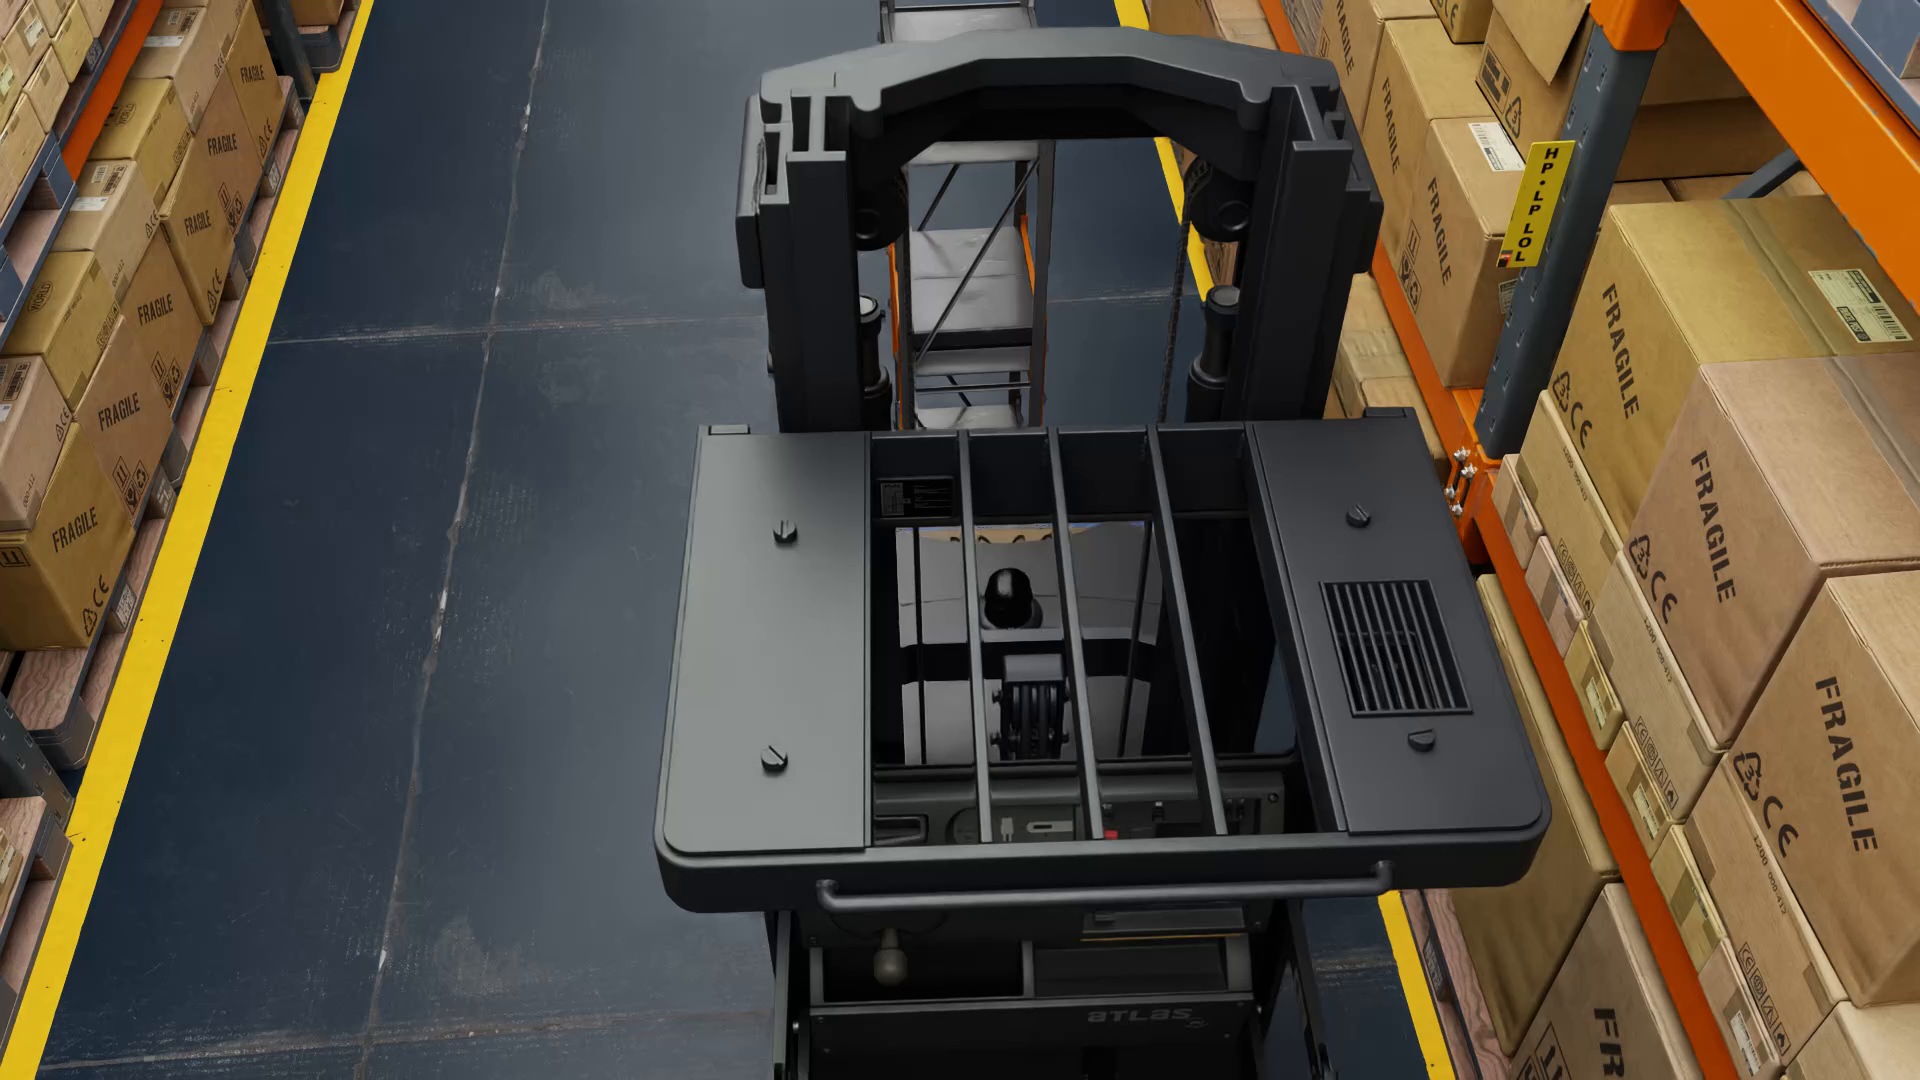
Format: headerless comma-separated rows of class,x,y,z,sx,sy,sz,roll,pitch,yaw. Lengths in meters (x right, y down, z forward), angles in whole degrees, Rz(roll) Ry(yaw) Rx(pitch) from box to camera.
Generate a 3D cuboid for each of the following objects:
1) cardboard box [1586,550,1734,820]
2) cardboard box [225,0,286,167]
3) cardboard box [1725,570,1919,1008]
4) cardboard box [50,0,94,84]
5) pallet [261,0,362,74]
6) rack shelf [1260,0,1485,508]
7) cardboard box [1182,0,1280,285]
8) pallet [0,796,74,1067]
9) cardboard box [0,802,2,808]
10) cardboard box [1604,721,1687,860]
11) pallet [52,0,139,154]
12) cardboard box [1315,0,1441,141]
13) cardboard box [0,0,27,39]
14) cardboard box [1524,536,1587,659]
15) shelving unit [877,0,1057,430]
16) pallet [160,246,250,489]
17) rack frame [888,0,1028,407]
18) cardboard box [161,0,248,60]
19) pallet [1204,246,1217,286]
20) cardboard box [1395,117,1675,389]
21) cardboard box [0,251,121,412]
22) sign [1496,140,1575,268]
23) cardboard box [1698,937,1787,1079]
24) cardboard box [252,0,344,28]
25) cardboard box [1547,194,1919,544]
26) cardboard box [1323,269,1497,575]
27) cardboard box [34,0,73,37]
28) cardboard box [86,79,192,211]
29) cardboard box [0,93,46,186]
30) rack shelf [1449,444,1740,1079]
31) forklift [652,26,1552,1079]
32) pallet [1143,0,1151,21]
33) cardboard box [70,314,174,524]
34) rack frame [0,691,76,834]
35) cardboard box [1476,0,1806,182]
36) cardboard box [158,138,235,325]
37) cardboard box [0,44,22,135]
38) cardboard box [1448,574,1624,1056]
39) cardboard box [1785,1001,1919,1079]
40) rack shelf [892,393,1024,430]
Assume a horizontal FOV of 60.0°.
cardboard box,1.613,0.267,3.329,0.500,0.250,0.500,-4,47,-3
cardboard box,-3.172,-1.888,6.905,0.500,0.500,0.500,-4,47,-3
cardboard box,1.665,0.388,2.698,0.500,0.500,0.500,-5,47,-5
cardboard box,-2.842,-1.485,4.974,0.380,0.149,0.250,-4,47,-4
pallet,-3.479,-2.680,8.143,1.003,0.211,1.213,-3,47,-3
rack shelf,1.631,-1.598,5.693,1.077,0.370,4.000,-3,47,-3
cardboard box,1.567,-1.560,6.336,1.225,0.875,0.875,-3,47,-3
pallet,-3.062,1.273,4.399,1.003,0.211,1.213,-3,47,-3
cardboard box,-2.810,0.772,4.422,0.380,0.149,0.250,-3,47,-2
cardboard box,1.560,0.493,3.390,0.380,0.149,0.250,-5,47,-4
pallet,-3.281,-1.568,5.301,1.003,0.211,1.213,-3,47,-3
cardboard box,1.402,-1.490,5.027,0.500,0.500,0.500,-4,47,-4
cardboard box,-2.816,-1.498,4.577,0.380,0.149,0.250,-4,47,-4
cardboard box,1.513,0.113,3.750,0.380,0.149,0.250,-5,47,-5
shelving unit,0.014,-0.602,4.874,0.431,2.100,0.503,-3,47,-3
pallet,-3.325,-0.659,6.229,1.003,0.211,1.213,-3,47,-3
rack frame,-0.007,-0.779,5.041,0.400,2.100,0.015,-3,47,-3
cardboard box,-3.169,-2.128,6.615,0.500,0.250,0.500,-4,47,-4
pallet,1.553,-0.878,6.436,1.003,0.211,1.213,-3,47,-3
cardboard box,1.487,-0.754,4.329,0.500,0.500,0.500,-3,47,-3
cardboard box,-2.999,-0.648,5.214,0.500,0.250,0.500,-2,47,-2
sign,1.258,-0.729,3.632,0.100,0.325,0.005,-3,47,-3
cardboard box,1.600,0.860,3.042,0.380,0.149,0.250,-3,47,-3
cardboard box,-3.449,-2.881,7.672,1.050,0.750,0.750,-4,47,-4
cardboard box,1.583,-0.345,3.392,0.500,0.500,0.500,-3,47,-3
cardboard box,1.725,-0.274,5.117,1.225,0.875,0.875,-3,47,-3
cardboard box,-2.842,-1.592,4.871,0.380,0.149,0.250,-4,47,-4
cardboard box,-3.089,-1.394,5.920,0.500,0.250,0.500,-2,47,-2
cardboard box,-2.794,-1.104,4.613,0.380,0.149,0.250,-3,47,-3
rack shelf,1.965,1.296,2.952,1.077,0.370,4.000,-3,47,-3
forklift,0.160,0.741,3.029,1.130,2.935,3.031,-2,47,-2
pallet,1.399,-2.899,8.350,1.003,0.211,1.213,-3,47,-3
cardboard box,-2.997,-0.388,5.484,0.500,0.500,0.500,-2,47,-1
rack frame,-3.153,-0.170,3.845,1.000,3.000,0.127,-3,47,-3
cardboard box,1.736,-1.239,4.098,0.797,0.503,0.637,-5,47,-4
cardboard box,-3.072,-1.131,6.187,0.500,0.500,0.500,-5,47,-5
cardboard box,-2.796,-1.205,4.504,0.380,0.149,0.250,-5,47,-5
cardboard box,1.774,0.671,4.223,0.875,0.875,0.875,-3,47,-3
cardboard box,1.695,0.999,2.636,0.500,0.250,0.500,-3,47,-3
rack shelf,0.014,-0.112,5.392,0.431,0.518,0.480,-3,47,-3
